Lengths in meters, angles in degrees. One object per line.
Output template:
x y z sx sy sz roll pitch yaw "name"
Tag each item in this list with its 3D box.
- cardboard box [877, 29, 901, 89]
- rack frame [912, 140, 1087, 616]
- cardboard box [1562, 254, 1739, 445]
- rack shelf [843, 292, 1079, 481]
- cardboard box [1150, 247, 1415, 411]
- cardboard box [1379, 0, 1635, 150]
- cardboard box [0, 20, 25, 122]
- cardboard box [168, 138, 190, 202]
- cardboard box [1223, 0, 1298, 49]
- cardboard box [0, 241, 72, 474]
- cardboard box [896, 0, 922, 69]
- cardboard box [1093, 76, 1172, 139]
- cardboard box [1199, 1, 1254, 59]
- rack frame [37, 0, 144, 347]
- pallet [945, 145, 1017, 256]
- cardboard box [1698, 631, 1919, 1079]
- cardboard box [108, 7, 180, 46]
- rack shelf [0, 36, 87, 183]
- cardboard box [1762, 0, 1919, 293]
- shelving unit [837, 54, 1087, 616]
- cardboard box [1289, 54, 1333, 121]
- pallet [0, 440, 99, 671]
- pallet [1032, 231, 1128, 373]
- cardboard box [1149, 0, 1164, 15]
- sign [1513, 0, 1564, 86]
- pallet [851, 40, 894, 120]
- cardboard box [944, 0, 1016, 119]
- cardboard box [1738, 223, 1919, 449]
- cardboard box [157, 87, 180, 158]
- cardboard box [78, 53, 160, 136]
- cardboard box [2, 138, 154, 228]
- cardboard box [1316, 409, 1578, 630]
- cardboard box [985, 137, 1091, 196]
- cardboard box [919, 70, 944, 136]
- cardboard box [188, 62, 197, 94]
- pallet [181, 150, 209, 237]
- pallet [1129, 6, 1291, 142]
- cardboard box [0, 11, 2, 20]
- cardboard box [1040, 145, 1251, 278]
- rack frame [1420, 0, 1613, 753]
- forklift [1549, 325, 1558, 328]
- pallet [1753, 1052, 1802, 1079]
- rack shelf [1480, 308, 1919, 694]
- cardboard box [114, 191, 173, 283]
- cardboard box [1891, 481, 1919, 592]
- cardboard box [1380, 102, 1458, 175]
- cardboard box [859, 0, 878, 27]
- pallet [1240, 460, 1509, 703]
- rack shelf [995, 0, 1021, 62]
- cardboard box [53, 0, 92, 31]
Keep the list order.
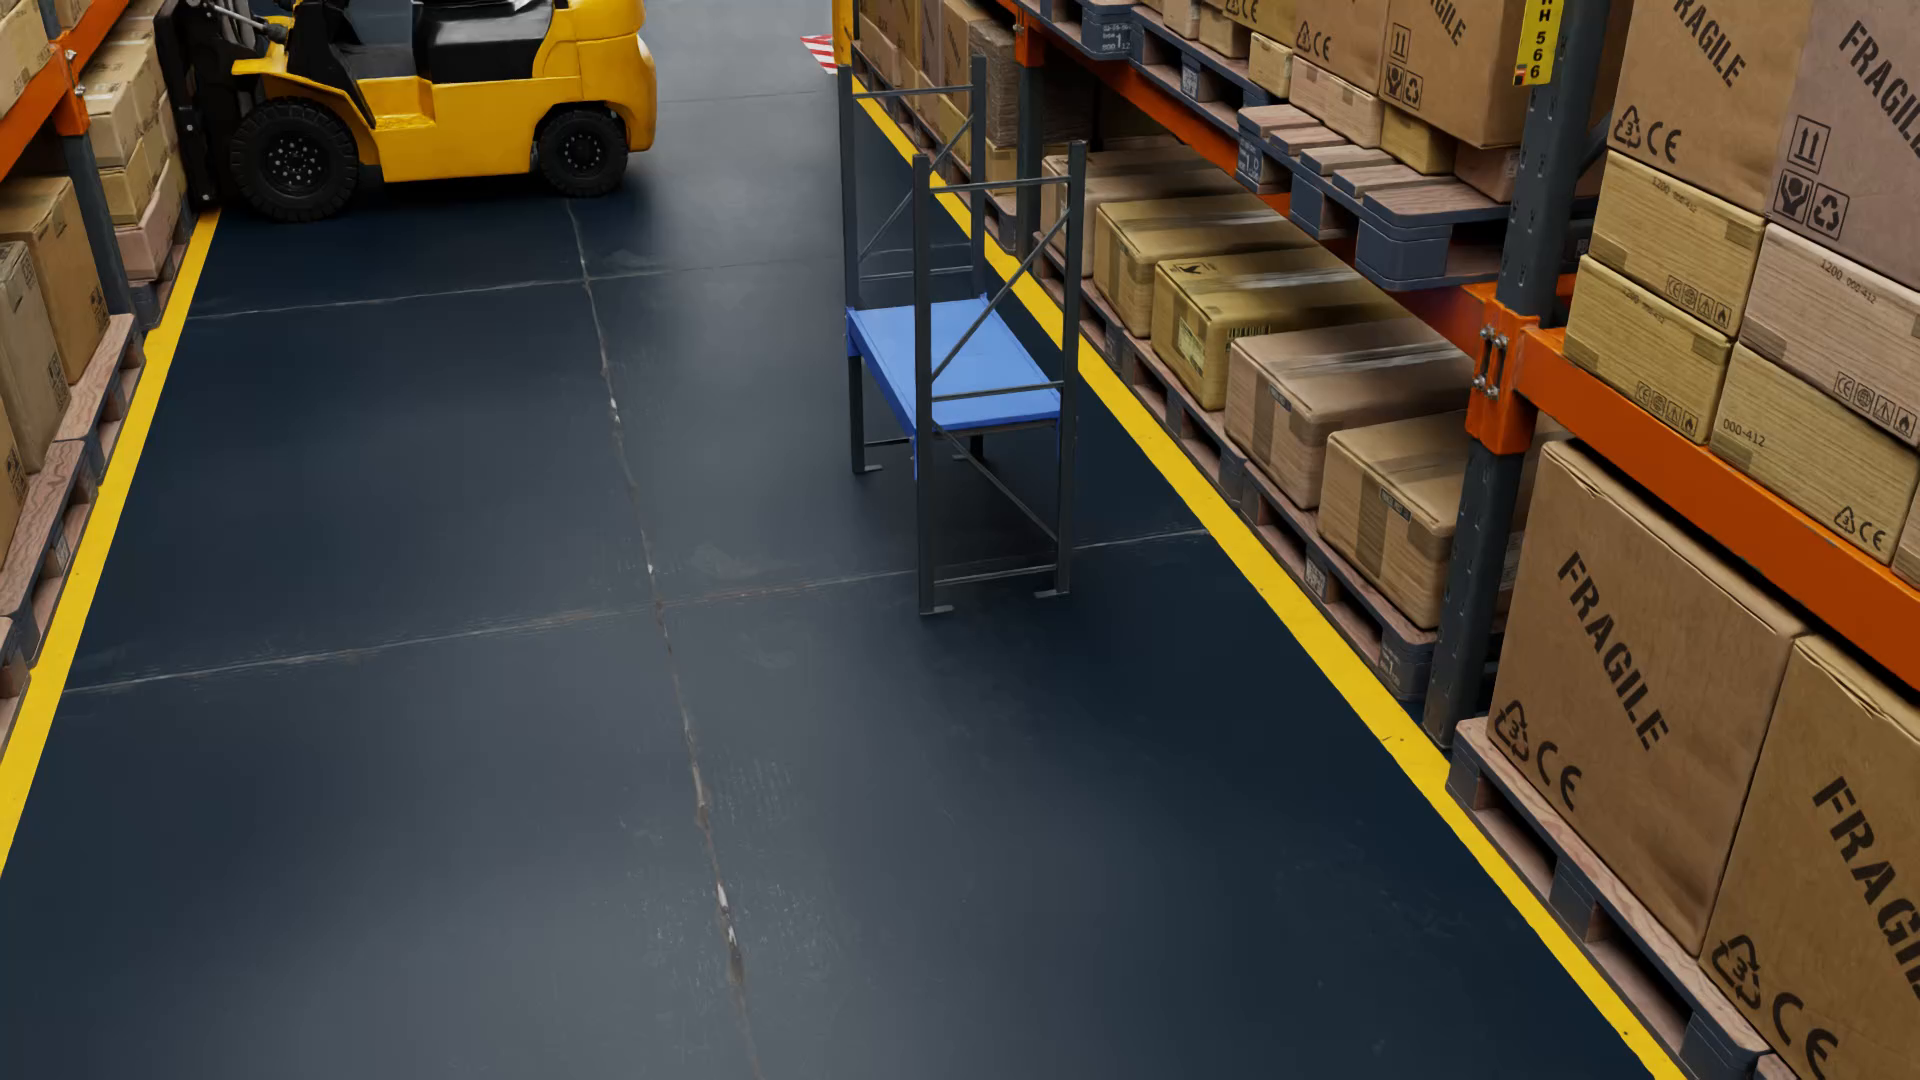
-0.217 -2.975 10.220 0.500 0.250 0.500 -7 31 -11 "cardboard box"
0.112 -0.445 5.021 0.500 1.500 0.032 -8 31 -13 "rack frame"
1.718 -0.458 3.697 0.500 0.250 0.500 -8 31 -14 "cardboard box"
-0.023 -0.535 5.536 0.538 0.185 1.000 -8 31 -13 "rack shelf"
1.291 -0.834 6.400 0.950 0.372 0.625 -7 31 -12 "cardboard box"
1.442 -1.329 4.236 0.500 0.500 0.500 -9 31 -15 "cardboard box"
-3.491 -1.547 5.579 0.500 0.250 0.500 -8 31 -14 "cardboard box"
-4.126 -1.822 8.228 0.500 0.250 0.500 -7 31 -12 "cardboard box"
1.159 -1.821 5.086 0.500 0.500 0.500 -10 32 -17 "cardboard box"
-3.668 -0.591 5.727 0.875 0.625 0.625 -8 31 -14 "cardboard box"
-0.070 -3.040 9.585 0.500 0.500 0.500 -7 31 -12 "cardboard box"
0.873 -2.362 8.413 0.500 0.500 0.500 -6 31 -11 "cardboard box"
1.029 -1.731 5.577 0.380 0.149 0.250 -9 31 -15 "cardboard box"
-4.016 -2.063 6.320 1.000 3.000 0.127 -8 31 -13 "rack frame"
0.556 -1.838 8.714 1.003 0.211 1.213 -8 31 -13 "pallet"
2.166 0.721 3.212 0.875 0.875 0.875 -7 31 -13 "cardboard box"
-4.243 -2.504 8.410 0.500 0.250 0.500 -8 31 -14 "cardboard box"
-3.485 -0.786 4.831 1.077 0.370 4.000 -8 31 -13 "rack shelf"
1.867 -0.760 2.971 0.500 0.500 0.500 -8 31 -13 "cardboard box"
-0.023 -0.690 5.445 0.538 1.500 1.048 -8 31 -13 "shelving unit"
1.207 -1.351 4.922 0.380 0.149 0.250 -9 31 -16 "cardboard box"
-3.455 0.085 5.393 1.003 0.211 1.213 -8 31 -13 "pallet"
0.977 -1.142 7.512 1.003 0.211 1.213 -8 31 -13 "pallet"
0.909 -1.991 6.027 0.380 0.149 0.250 -8 31 -13 "cardboard box"
1.310 -1.183 3.723 0.100 0.325 0.005 -8 31 -13 "sign"
-0.091 -3.016 10.750 1.003 0.211 1.213 -8 31 -13 "pallet"
0.216 -2.537 8.715 0.500 0.500 0.500 -7 31 -12 "cardboard box"
1.863 -0.417 3.127 0.500 0.250 0.500 -7 31 -12 "cardboard box"
-4.104 -2.033 8.095 0.500 0.250 0.500 -8 31 -14 "cardboard box"
-3.968 -2.011 7.558 0.500 0.250 0.500 -8 31 -13 "cardboard box"
-3.847 -1.546 7.253 0.500 0.250 0.500 -8 31 -14 "cardboard box"
1.690 -0.112 5.152 0.950 0.372 0.625 -10 32 -17 "cardboard box"
0.353 -1.966 8.478 0.500 0.250 0.500 -6 31 -11 "cardboard box"
0.071 -2.468 9.346 0.500 0.250 0.500 -7 31 -13 "cardboard box"
-4.367 -2.519 8.935 0.500 0.250 0.500 -9 31 -14 "cardboard box"
-4.514 -1.836 8.711 1.003 0.211 1.213 -8 31 -13 "pallet"
1.266 -1.660 5.816 1.003 0.211 1.213 -8 31 -13 "pallet"
-3.496 -1.764 5.454 0.500 0.250 0.500 -9 31 -15 "cardboard box"
0.910 -1.516 7.579 0.950 0.372 0.625 -7 31 -13 "cardboard box"
1.831 -0.793 4.125 1.000 3.000 0.127 -8 31 -13 "rack frame"
3.604 -2.110 6.470 3.031 2.935 1.130 -13 33 -21 "forklift"
2.287 1.393 3.133 1.003 0.211 1.213 -8 31 -13 "pallet"
2.361 0.484 2.637 1.077 0.370 4.000 -8 31 -13 "rack shelf"
-3.825 -1.332 7.383 0.500 0.250 0.500 -8 31 -13 "cardboard box"
2.005 0.042 2.833 0.500 0.250 0.500 -7 31 -12 "cardboard box"
1.376 -1.113 4.510 0.380 0.149 0.250 -7 31 -13 "cardboard box"
-0.339 -3.535 10.440 0.500 0.500 0.500 -9 31 -15 "cardboard box"
1.625 0.036 5.476 1.003 0.211 1.213 -8 31 -13 "pallet"
0.238 -3.379 9.312 1.077 0.370 4.000 -8 31 -13 "rack shelf"
-3.882 -2.355 6.725 0.500 0.500 0.500 -9 31 -15 "cardboard box"
